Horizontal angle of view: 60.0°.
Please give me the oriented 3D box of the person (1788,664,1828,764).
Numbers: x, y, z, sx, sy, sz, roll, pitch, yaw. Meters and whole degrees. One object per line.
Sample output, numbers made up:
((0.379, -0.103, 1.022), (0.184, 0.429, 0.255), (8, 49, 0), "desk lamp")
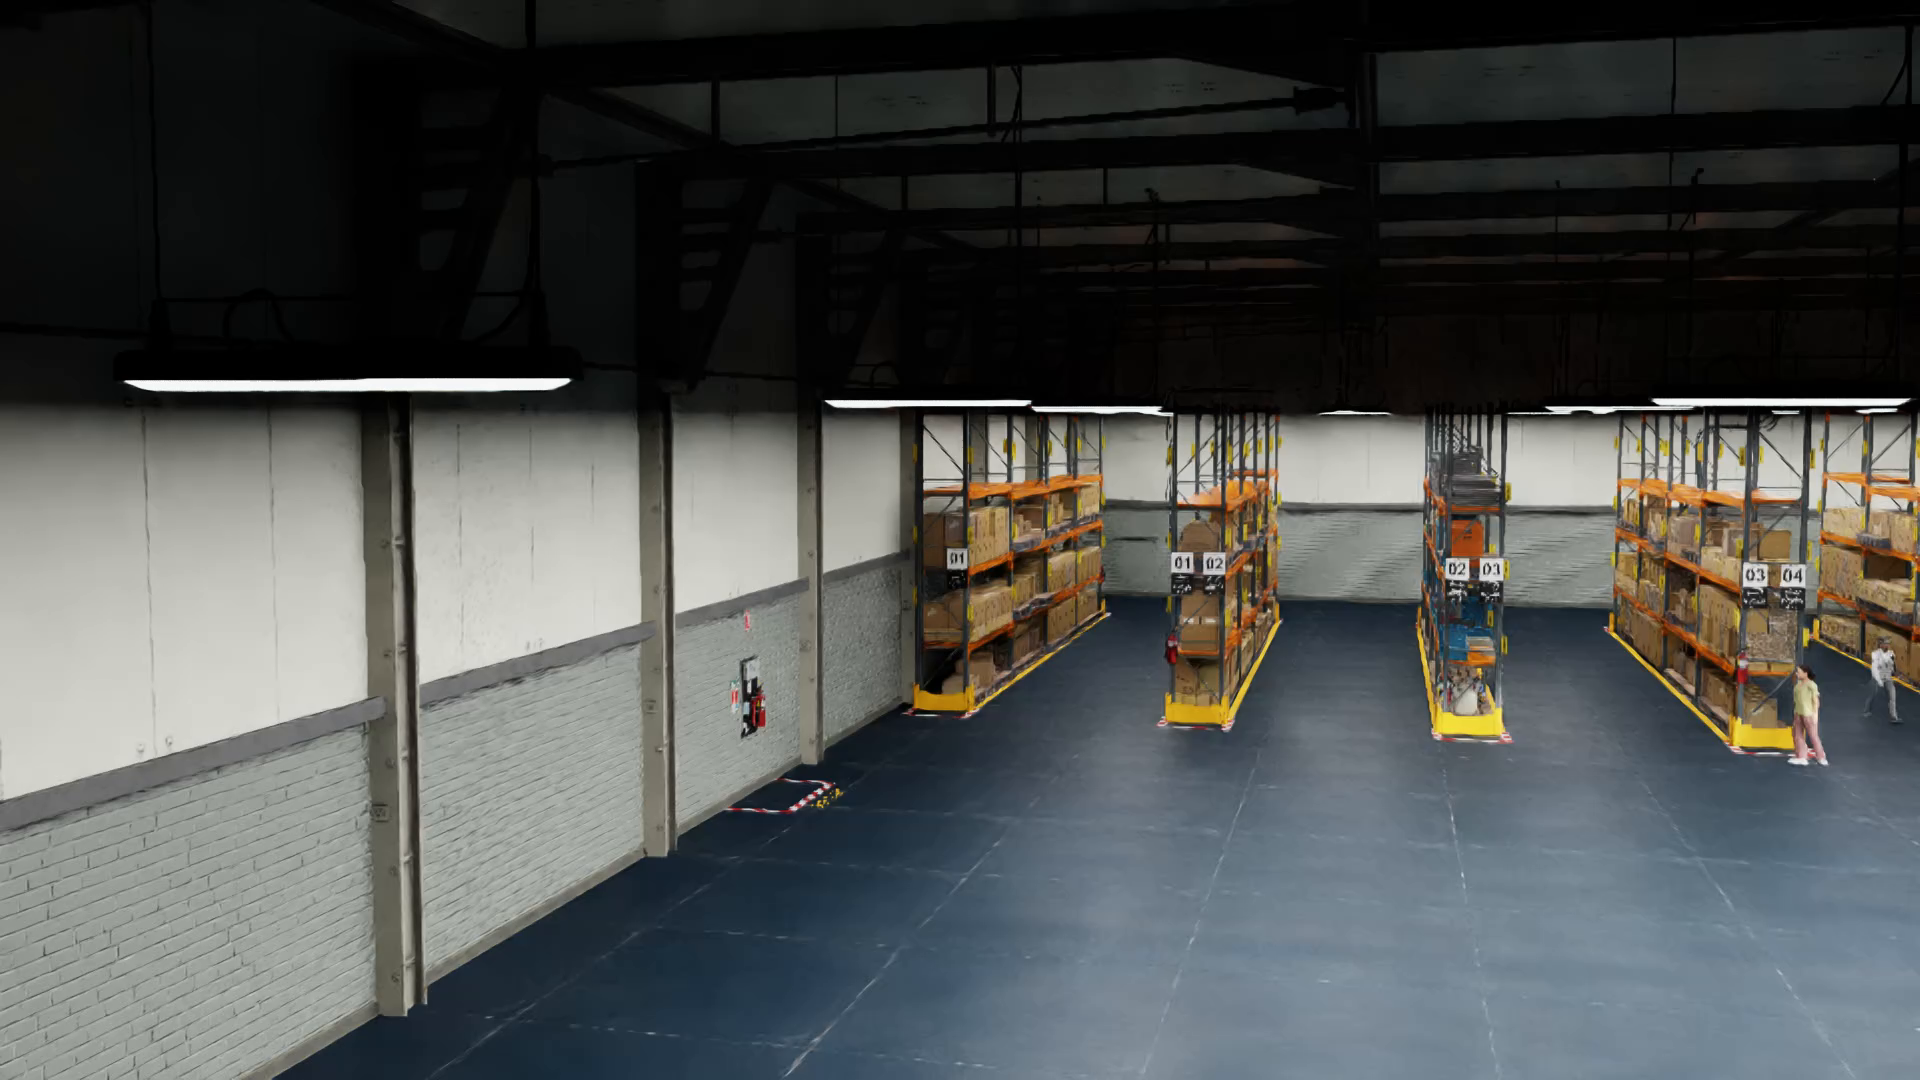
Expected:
((14.021, 2.873, 27.444), (0.543, 1.664, 0.565), (-1, 4, -14), "person")

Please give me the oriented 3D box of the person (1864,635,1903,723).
((17.341, 2.586, 31.265), (0.483, 1.621, 0.995), (0, 4, 6), "person")
